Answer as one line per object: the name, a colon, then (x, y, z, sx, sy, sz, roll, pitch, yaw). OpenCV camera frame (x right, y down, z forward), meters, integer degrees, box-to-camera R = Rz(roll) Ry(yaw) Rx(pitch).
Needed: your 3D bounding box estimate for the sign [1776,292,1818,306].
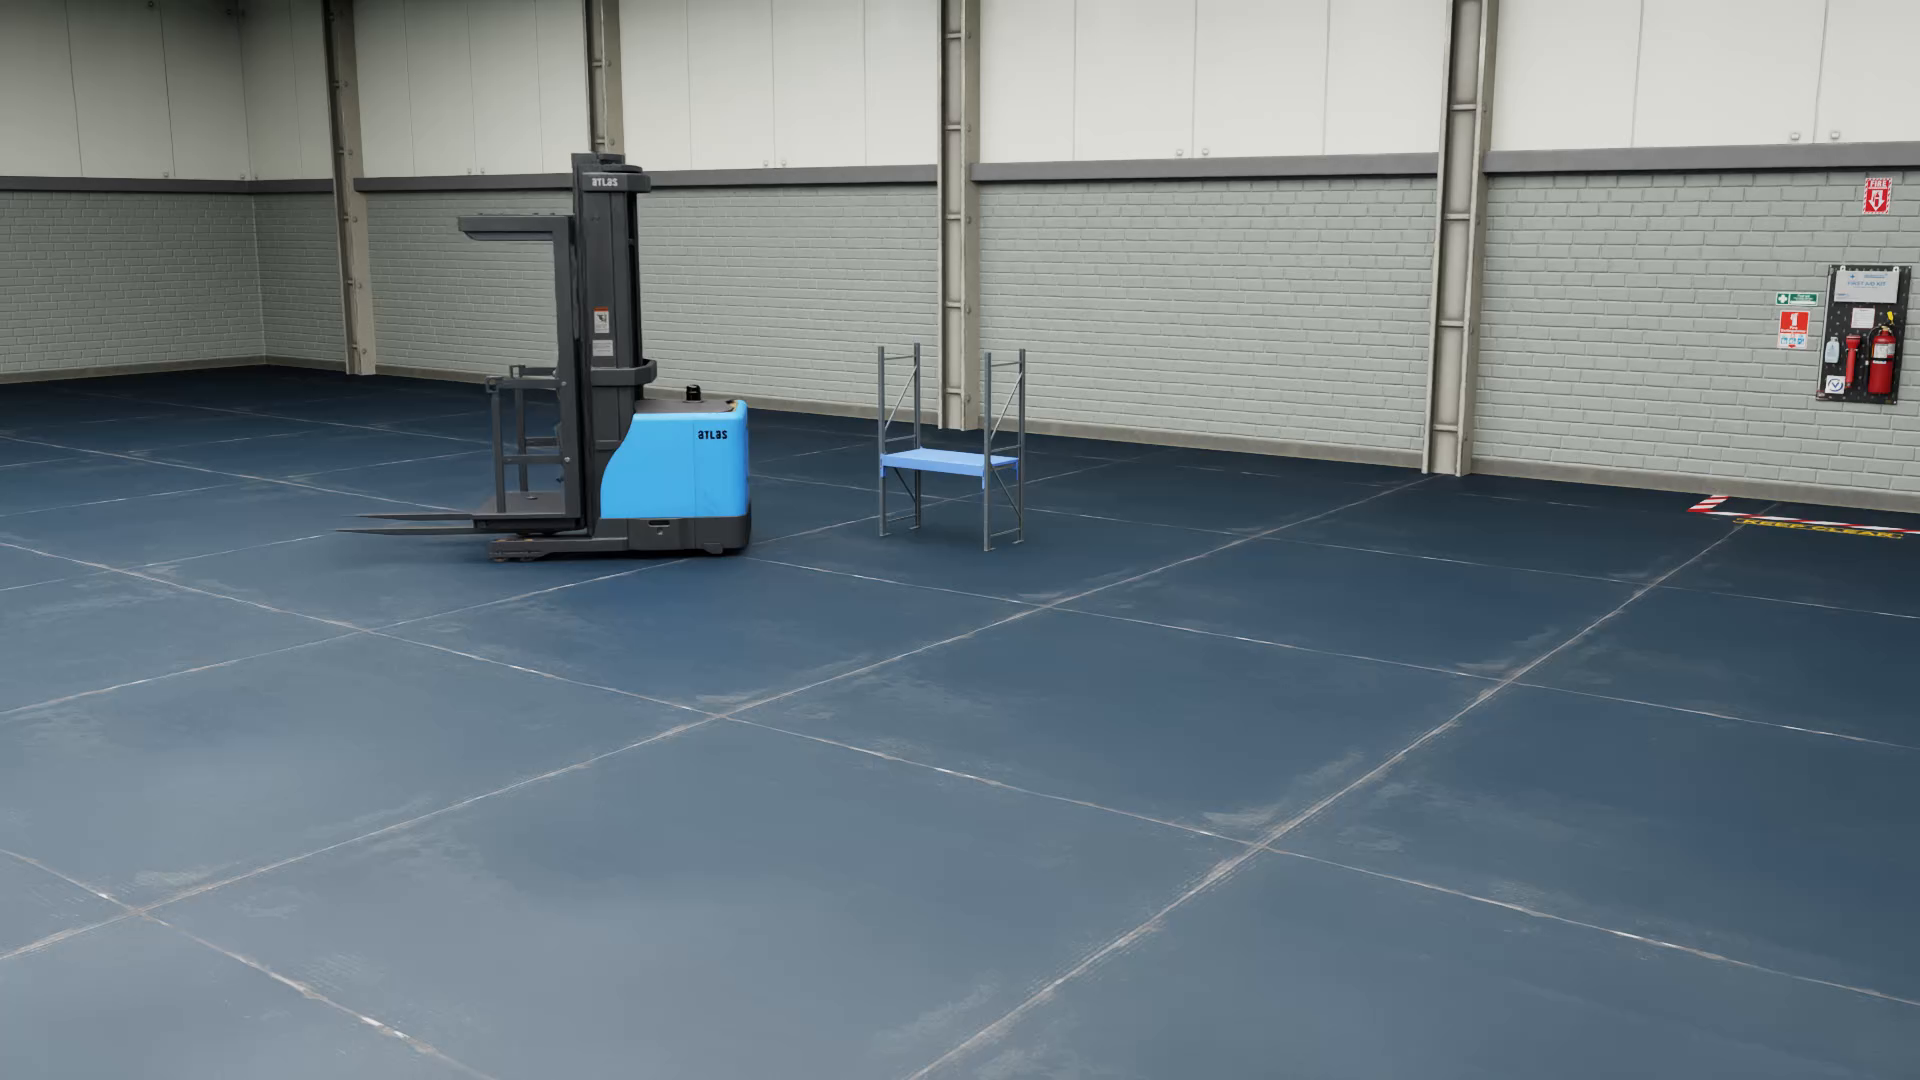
sign: (7.301, -2.102, 14.509, 0.331, 0.109, 0.001, 8, 13, 36)

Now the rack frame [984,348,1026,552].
rack frame: (0.341, -0.689, 12.641, 0.032, 1.500, 0.500, 8, 13, 36)

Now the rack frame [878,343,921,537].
rack frame: (-0.478, -0.803, 13.232, 0.032, 1.500, 0.500, 8, 13, 36)

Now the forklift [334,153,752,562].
forklift: (-3.133, -1.382, 12.458, 3.031, 2.935, 1.130, -1, 11, -5)

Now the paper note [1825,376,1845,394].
paper note: (7.585, -1.346, 14.411, 0.142, 0.148, 0.016, 8, 13, 36)

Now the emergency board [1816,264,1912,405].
emergency board: (7.687, -1.748, 14.169, 0.643, 1.169, 0.194, 8, 13, 36)

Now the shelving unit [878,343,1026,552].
shelving unit: (-0.069, -0.746, 12.937, 1.048, 1.500, 0.538, 8, 13, 36)

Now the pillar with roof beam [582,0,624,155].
pillar with roof beam: (-7.400, -5.775, 19.187, 0.400, 9.000, 9.100, 8, 13, 36)

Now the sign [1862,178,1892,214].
sign: (7.740, -2.903, 14.033, 0.199, 0.298, 0.001, 8, 13, 36)

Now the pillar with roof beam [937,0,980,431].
pillar with roof beam: (-2.564, -5.100, 15.700, 0.400, 9.000, 9.100, 8, 13, 36)

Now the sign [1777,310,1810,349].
sign: (7.303, -1.844, 14.569, 0.234, 0.329, 0.001, 8, 13, 36)

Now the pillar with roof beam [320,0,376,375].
pillar with roof beam: (-12.236, -6.449, 22.674, 0.400, 9.000, 9.100, 8, 13, 36)

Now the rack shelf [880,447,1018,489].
rack shelf: (-0.069, -0.569, 12.971, 1.000, 0.185, 0.538, 8, 13, 36)

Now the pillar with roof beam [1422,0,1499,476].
pillar with roof beam: (2.272, -4.426, 12.213, 0.400, 9.000, 9.100, 8, 13, 36)
